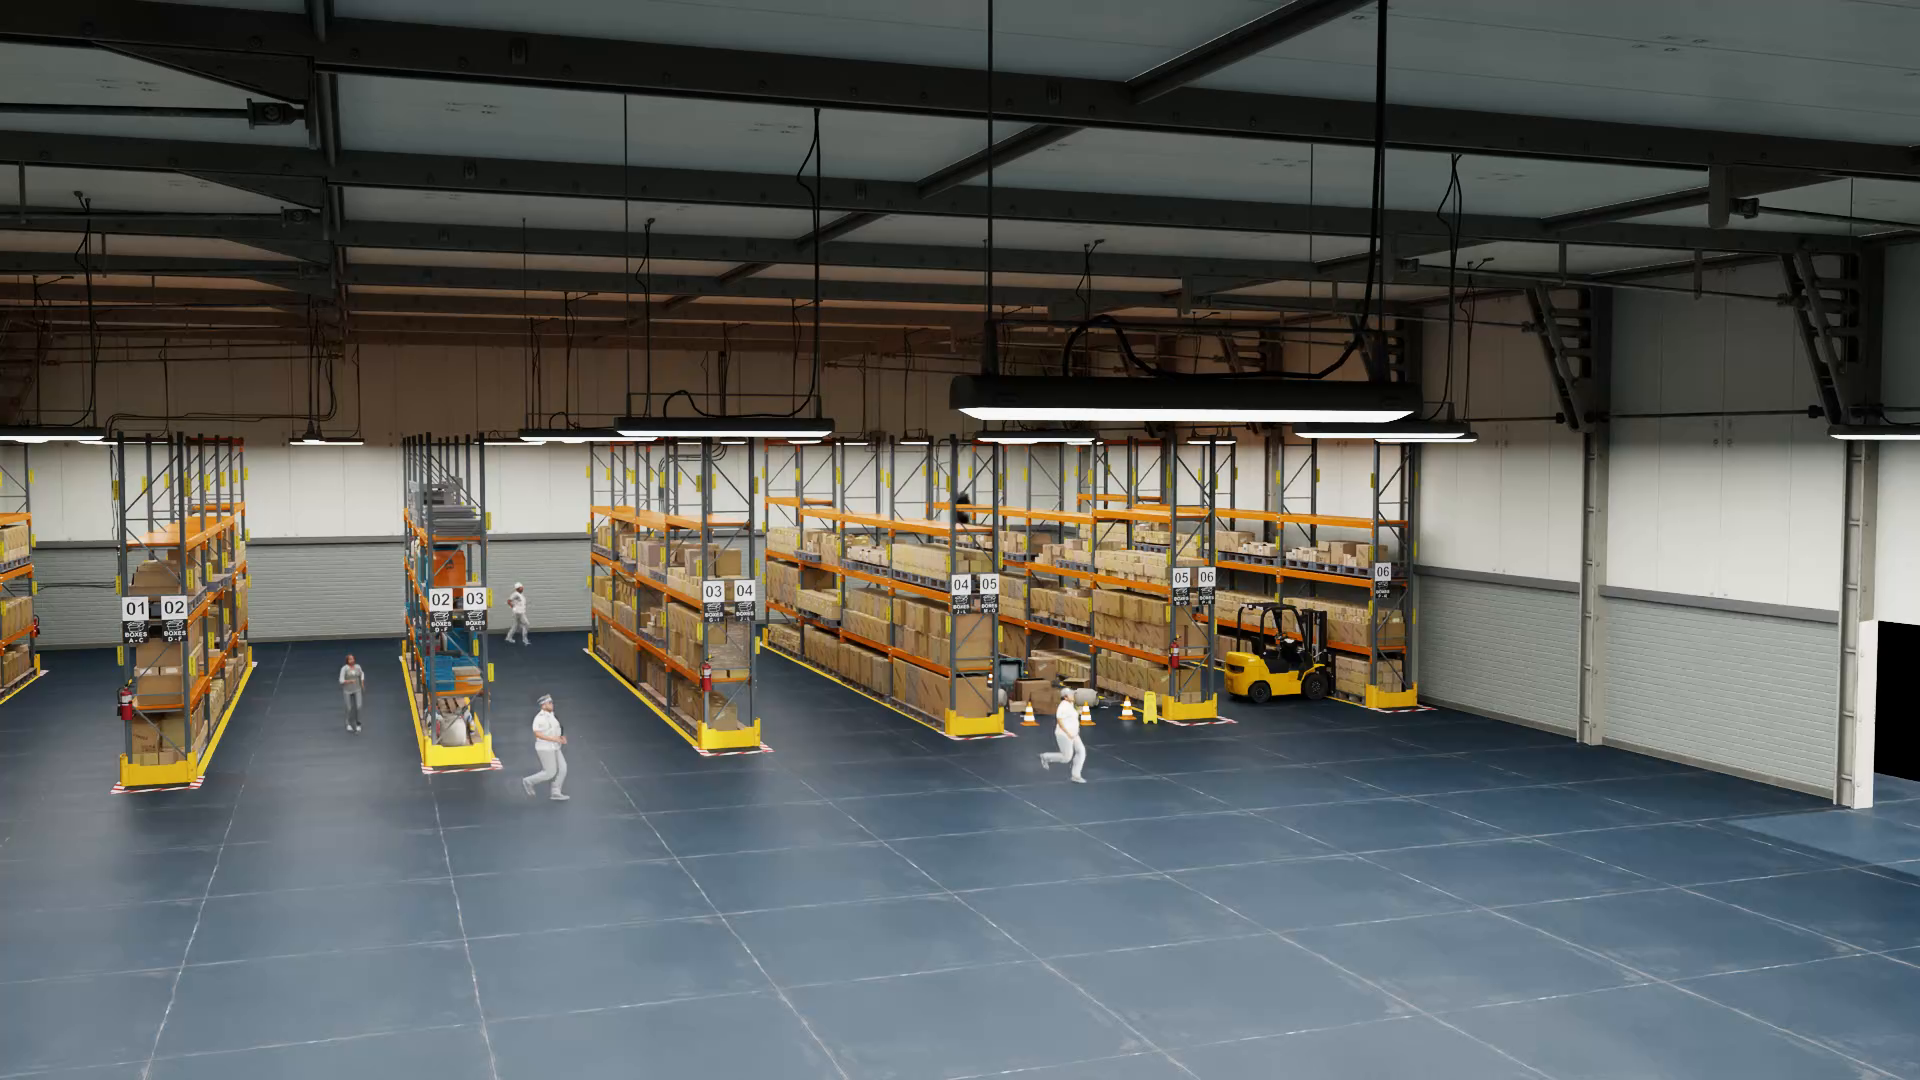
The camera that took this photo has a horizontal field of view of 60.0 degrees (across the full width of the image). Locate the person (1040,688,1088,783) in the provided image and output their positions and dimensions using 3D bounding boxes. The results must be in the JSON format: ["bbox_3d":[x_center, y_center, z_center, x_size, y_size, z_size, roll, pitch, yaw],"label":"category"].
[{"bbox_3d":[1.801,3.357,28.557,0.802,1.613,0.602,1,3,22],"label":"person"}]

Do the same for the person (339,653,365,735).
[{"bbox_3d":[-12.148,3.076,33.263,0.505,1.622,0.686,-2,4,-28],"label":"person"}]

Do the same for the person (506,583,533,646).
[{"bbox_3d":[-12.784,2.157,48.207,0.804,1.846,0.670,-1,3,-9],"label":"person"}]

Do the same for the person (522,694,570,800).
[{"bbox_3d":[-6.704,3.354,26.971,0.737,1.738,0.669,0,3,6],"label":"person"}]
